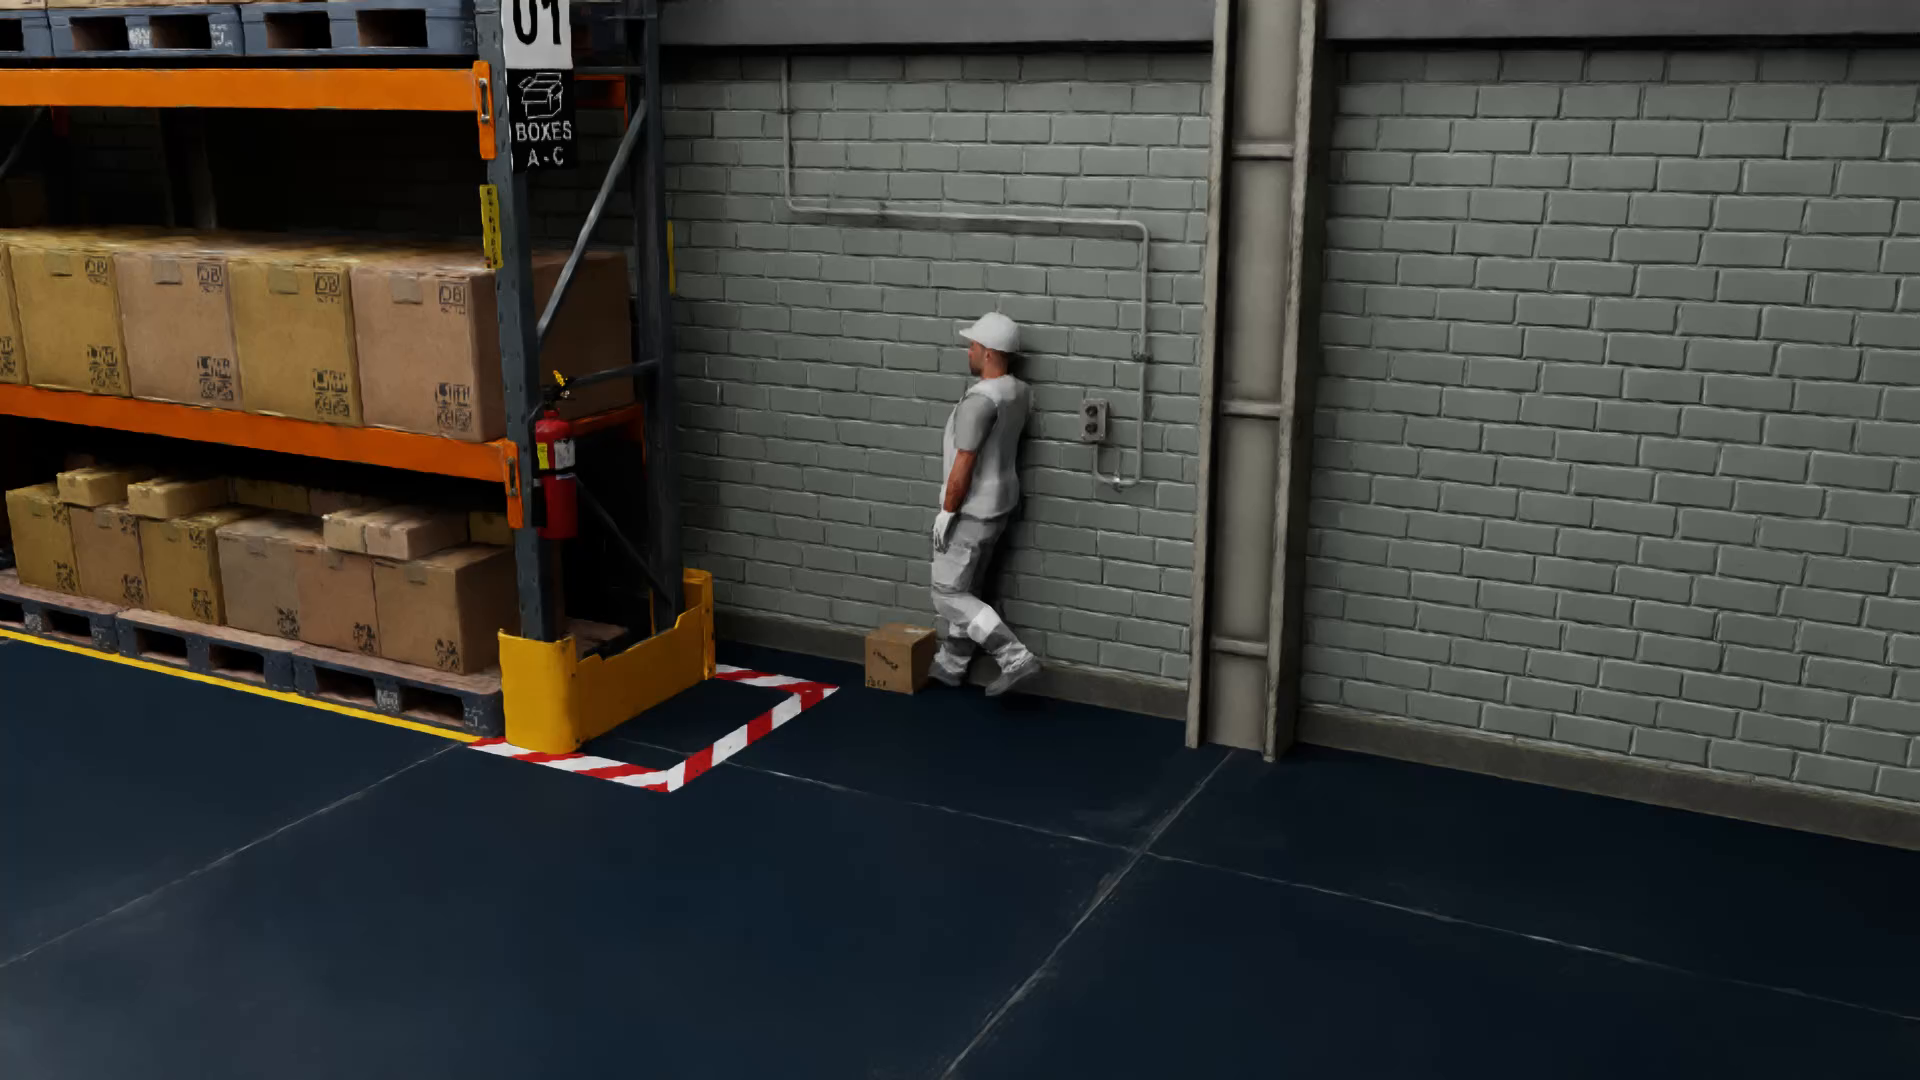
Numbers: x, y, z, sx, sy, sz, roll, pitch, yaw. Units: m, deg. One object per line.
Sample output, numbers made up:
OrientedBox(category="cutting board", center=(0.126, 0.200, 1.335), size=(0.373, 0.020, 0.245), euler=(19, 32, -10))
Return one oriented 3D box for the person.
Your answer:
OrientedBox(category="person", center=(0.058, -0.136, 7.472), size=(0.791, 1.779, 0.555), euler=(8, 17, 26))
